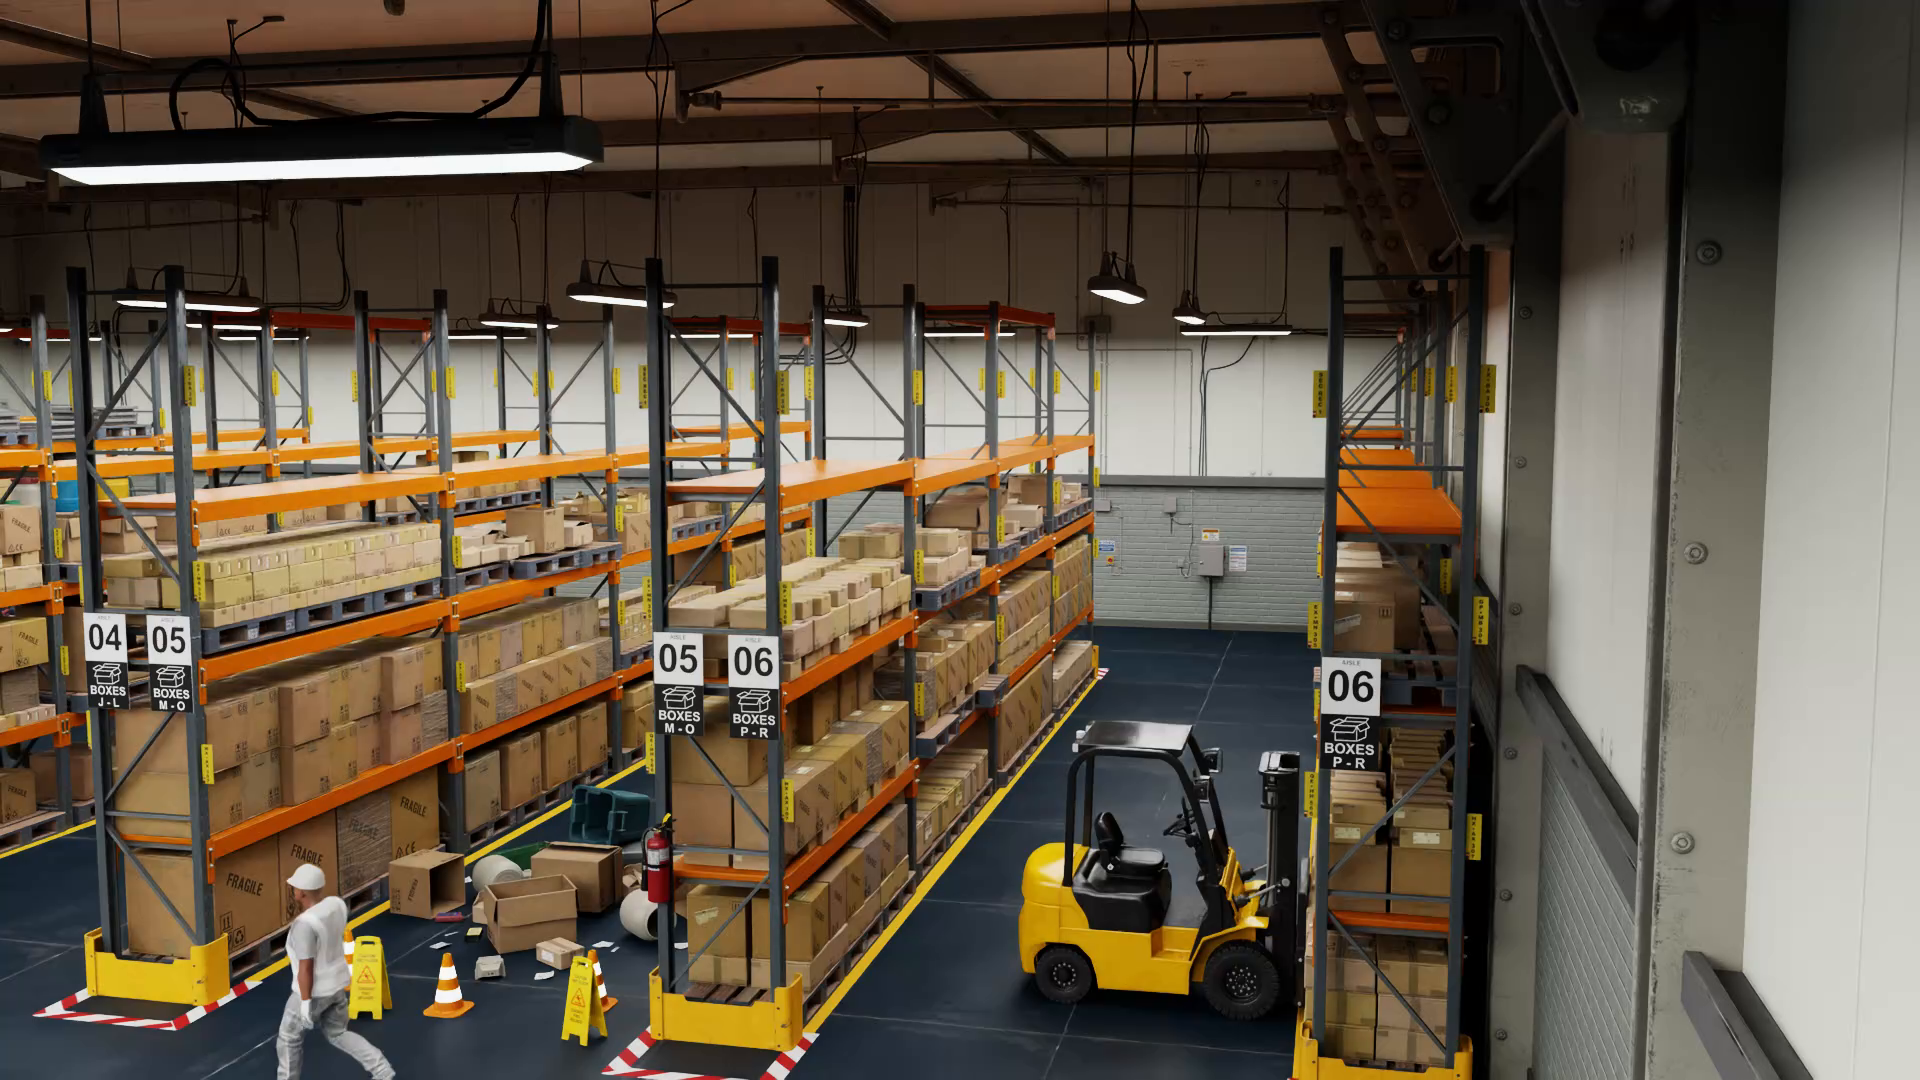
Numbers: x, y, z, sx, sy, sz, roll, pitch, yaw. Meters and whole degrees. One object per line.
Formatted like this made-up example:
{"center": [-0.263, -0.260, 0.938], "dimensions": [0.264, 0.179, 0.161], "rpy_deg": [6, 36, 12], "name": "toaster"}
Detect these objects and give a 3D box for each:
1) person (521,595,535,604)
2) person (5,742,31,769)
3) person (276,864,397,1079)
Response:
{"center": [-6.893, 1.682, 26.658], "dimensions": [0.611, 1.600, 0.445], "rpy_deg": [-4, 7, -35], "name": "person"}
{"center": [-11.783, 2.217, 20.557], "dimensions": [0.668, 1.748, 0.756], "rpy_deg": [0, 6, 2], "name": "person"}
{"center": [-4.457, 3.126, 11.632], "dimensions": [0.977, 1.751, 0.592], "rpy_deg": [1, 6, 9], "name": "person"}
